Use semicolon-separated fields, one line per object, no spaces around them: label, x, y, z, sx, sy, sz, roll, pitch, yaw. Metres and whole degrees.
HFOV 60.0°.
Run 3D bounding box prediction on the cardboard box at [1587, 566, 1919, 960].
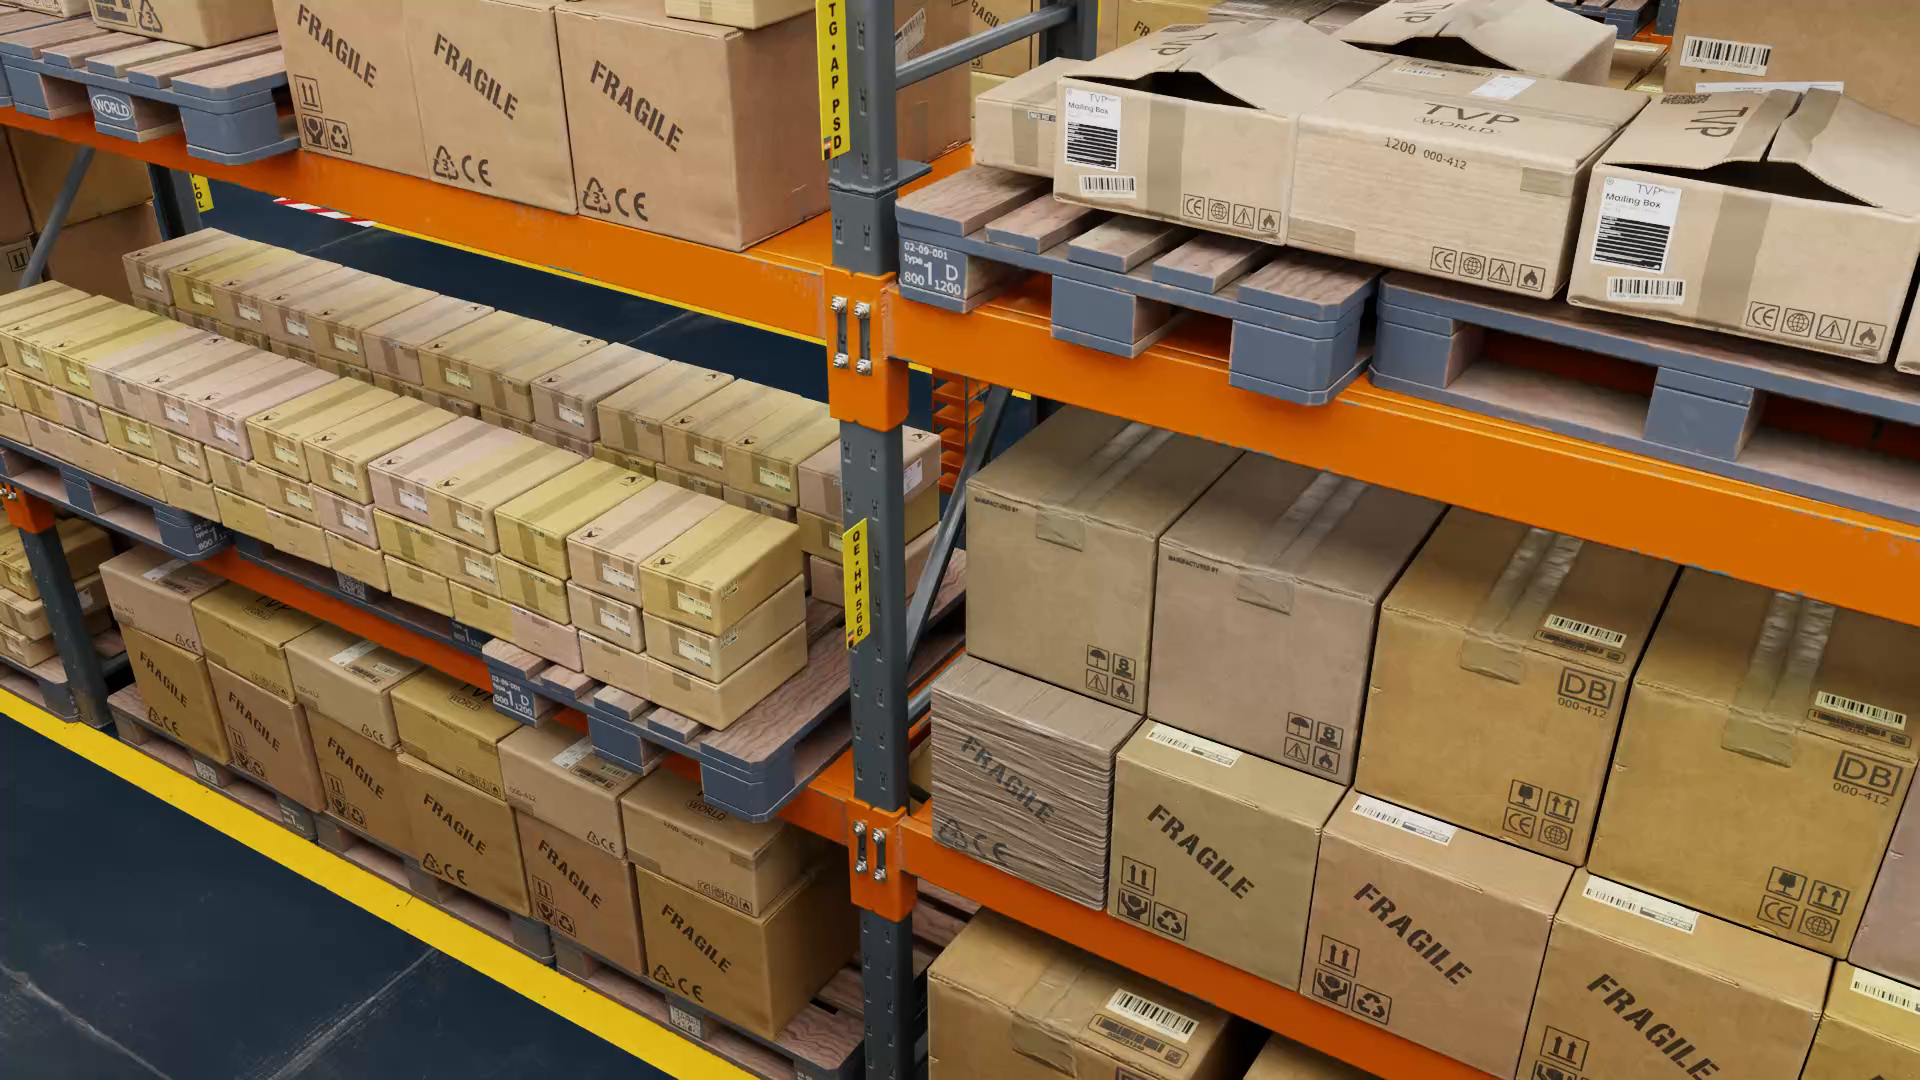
cardboard box;1.705;0.397;3.501;0.500;0.500;0.700;17;34;27

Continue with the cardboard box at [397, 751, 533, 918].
cardboard box;-1.558;0.898;5.799;0.500;0.500;0.500;16;34;25

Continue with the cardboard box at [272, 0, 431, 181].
cardboard box;-1.438;-1.308;4.439;0.500;0.500;0.500;18;35;27

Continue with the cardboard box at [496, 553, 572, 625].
cardboard box;-1.079;0.060;4.708;0.250;0.149;0.380;18;35;28

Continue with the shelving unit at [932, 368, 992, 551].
shelving unit;0.012;-0.514;7.941;0.189;1.200;0.258;18;35;27

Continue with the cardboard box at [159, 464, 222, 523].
cardboard box;-2.391;-0.227;5.495;0.250;0.149;0.380;16;34;25

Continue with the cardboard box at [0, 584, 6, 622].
cardboard box;-4.027;0.173;7.093;0.250;0.149;0.380;16;34;25

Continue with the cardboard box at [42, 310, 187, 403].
cardboard box;-2.811;-0.618;5.575;0.250;0.149;0.380;18;35;28

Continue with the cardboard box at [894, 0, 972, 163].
cardboard box;-0.310;-1.266;4.367;0.500;0.500;0.500;18;35;27

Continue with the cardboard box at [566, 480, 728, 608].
cardboard box;-0.838;0.006;4.506;0.250;0.149;0.380;17;34;27

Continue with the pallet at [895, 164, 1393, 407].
pallet;0.606;-0.725;3.726;1.003;0.211;1.213;19;35;30

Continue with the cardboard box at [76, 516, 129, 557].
cardboard box;-3.754;-0.074;7.517;0.250;0.149;0.380;18;35;28

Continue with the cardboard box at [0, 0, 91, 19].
cardboard box;-2.722;-1.845;5.131;0.500;0.311;0.500;17;34;27

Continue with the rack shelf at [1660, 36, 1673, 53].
rack shelf;6.908;-3.073;11.255;4.000;0.370;1.077;18;35;27

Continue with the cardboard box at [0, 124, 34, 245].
cardboard box;-3.897;-1.346;6.194;0.500;0.500;0.500;16;34;26

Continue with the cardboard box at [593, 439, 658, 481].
cardboard box;-0.942;-0.286;5.302;0.250;0.149;0.380;18;35;28

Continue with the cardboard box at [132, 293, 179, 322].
cardboard box;-2.913;-0.911;6.373;0.250;0.149;0.380;19;35;29

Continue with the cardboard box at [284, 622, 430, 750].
cardboard box;-1.988;0.433;5.851;0.500;0.250;0.500;19;35;29

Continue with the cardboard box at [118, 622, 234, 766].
cardboard box;-2.870;0.477;6.519;0.500;0.500;0.500;19;35;29

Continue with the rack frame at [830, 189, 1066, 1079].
rack frame;0.033;0.339;4.691;0.127;3.000;1.000;18;35;27

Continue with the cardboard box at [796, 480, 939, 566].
cardboard box;-0.270;-0.077;4.943;0.250;0.149;0.380;19;35;29

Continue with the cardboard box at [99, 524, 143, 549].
cardboard box;-3.537;-0.120;7.301;0.250;0.149;0.380;19;35;29

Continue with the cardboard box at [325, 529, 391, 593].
cardboard box;-1.713;-0.015;5.132;0.250;0.149;0.380;19;35;29

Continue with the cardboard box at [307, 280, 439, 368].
cardboard box;-2.037;-0.759;5.816;0.250;0.149;0.380;16;34;26

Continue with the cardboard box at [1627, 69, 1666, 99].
cardboard box;3.282;-1.797;7.543;0.500;0.500;0.500;20;35;30

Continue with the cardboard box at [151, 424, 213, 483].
cardboard box;-2.377;-0.353;5.416;0.250;0.149;0.380;19;35;29

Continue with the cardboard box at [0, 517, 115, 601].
cardboard box;-3.795;0.077;6.964;0.250;0.149;0.380;19;35;29

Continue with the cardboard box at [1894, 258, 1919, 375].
cardboard box;1.819;-0.446;2.634;0.500;0.311;0.500;16;34;26

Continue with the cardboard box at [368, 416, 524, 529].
cardboard box;-1.489;-0.202;4.861;0.250;0.149;0.380;18;35;27

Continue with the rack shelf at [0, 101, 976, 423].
rack shelf;-1.661;-1.181;5.035;4.000;0.370;1.077;18;35;27

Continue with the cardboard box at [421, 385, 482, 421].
cardboard box;-1.592;-0.492;5.654;0.250;0.149;0.380;19;35;29

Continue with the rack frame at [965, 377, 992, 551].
rack frame;0.090;-0.490;7.899;0.006;1.200;0.240;18;35;27

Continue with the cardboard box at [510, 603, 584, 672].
cardboard box;-1.057;0.195;4.772;0.250;0.149;0.380;18;35;28

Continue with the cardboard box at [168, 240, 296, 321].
cardboard box;-2.683;-0.966;6.172;0.250;0.149;0.380;16;34;26

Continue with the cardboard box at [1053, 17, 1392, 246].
cardboard box;0.529;-0.854;3.334;0.500;0.311;0.500;18;35;27

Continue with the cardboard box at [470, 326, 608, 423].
cardboard box;-1.370;-0.548;5.455;0.250;0.149;0.380;19;35;29

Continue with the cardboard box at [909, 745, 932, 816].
cardboard box;-0.431;0.939;5.727;0.500;0.500;0.500;16;34;25

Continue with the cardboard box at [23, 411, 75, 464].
cardboard box;-3.028;-0.431;5.845;0.250;0.149;0.380;18;35;28

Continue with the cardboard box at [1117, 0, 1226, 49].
cardboard box;1.146;-2.572;8.591;0.500;0.500;0.500;18;35;27

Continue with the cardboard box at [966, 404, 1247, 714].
cardboard box;0.408;-0.011;4.201;0.500;0.500;0.700;17;34;27

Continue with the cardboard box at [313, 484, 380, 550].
cardboard box;-1.722;-0.145;5.058;0.250;0.149;0.380;19;35;29

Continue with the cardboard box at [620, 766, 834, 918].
cardboard box;-0.686;0.843;5.149;0.500;0.250;0.500;17;34;26

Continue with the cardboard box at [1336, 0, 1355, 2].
cardboard box;1.866;-2.641;8.708;0.500;0.500;0.500;18;35;28

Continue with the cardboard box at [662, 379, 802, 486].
cardboard box;-0.690;-0.335;5.090;0.250;0.149;0.380;17;34;27

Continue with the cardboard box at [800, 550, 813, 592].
cardboard box;-0.466;-0.011;5.125;0.250;0.149;0.380;19;35;30

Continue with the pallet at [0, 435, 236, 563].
pallet;-2.785;-0.382;6.119;1.213;0.211;1.003;18;35;27

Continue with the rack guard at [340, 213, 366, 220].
rack guard;-4.218;-2.870;12.674;0.348;0.500;1.175;18;35;27

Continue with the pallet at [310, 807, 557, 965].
pallet;-1.658;1.007;6.315;1.213;0.211;1.003;18;35;27

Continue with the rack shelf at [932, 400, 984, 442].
rack shelf;0.012;-0.580;7.903;0.180;0.103;0.258;18;35;27

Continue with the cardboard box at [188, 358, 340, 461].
cardboard box;-2.170;-0.414;5.225;0.250;0.149;0.380;19;35;29

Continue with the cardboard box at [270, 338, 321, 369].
cardboard box;-2.247;-0.702;6.014;0.250;0.149;0.380;16;34;26

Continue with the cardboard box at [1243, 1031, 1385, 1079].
cardboard box;1.243;1.564;4.408;0.750;0.750;1.050;18;35;28

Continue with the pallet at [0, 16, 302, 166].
pallet;-2.009;-1.459;4.984;1.003;0.211;1.213;18;35;27

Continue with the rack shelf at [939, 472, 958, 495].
rack shelf;0.012;-0.269;8.084;0.180;0.103;0.258;18;35;27

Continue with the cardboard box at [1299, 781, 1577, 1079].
cardboard box;1.128;0.802;3.799;0.500;0.500;0.500;18;35;27

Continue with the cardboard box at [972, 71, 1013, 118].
cardboard box;0.283;-2.511;9.229;0.500;0.250;0.500;18;35;28

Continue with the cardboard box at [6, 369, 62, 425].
cardboard box;-3.046;-0.563;5.776;0.250;0.149;0.380;17;34;26

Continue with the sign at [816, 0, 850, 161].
sign;-0.258;-0.948;3.409;0.005;0.325;0.100;18;35;27
